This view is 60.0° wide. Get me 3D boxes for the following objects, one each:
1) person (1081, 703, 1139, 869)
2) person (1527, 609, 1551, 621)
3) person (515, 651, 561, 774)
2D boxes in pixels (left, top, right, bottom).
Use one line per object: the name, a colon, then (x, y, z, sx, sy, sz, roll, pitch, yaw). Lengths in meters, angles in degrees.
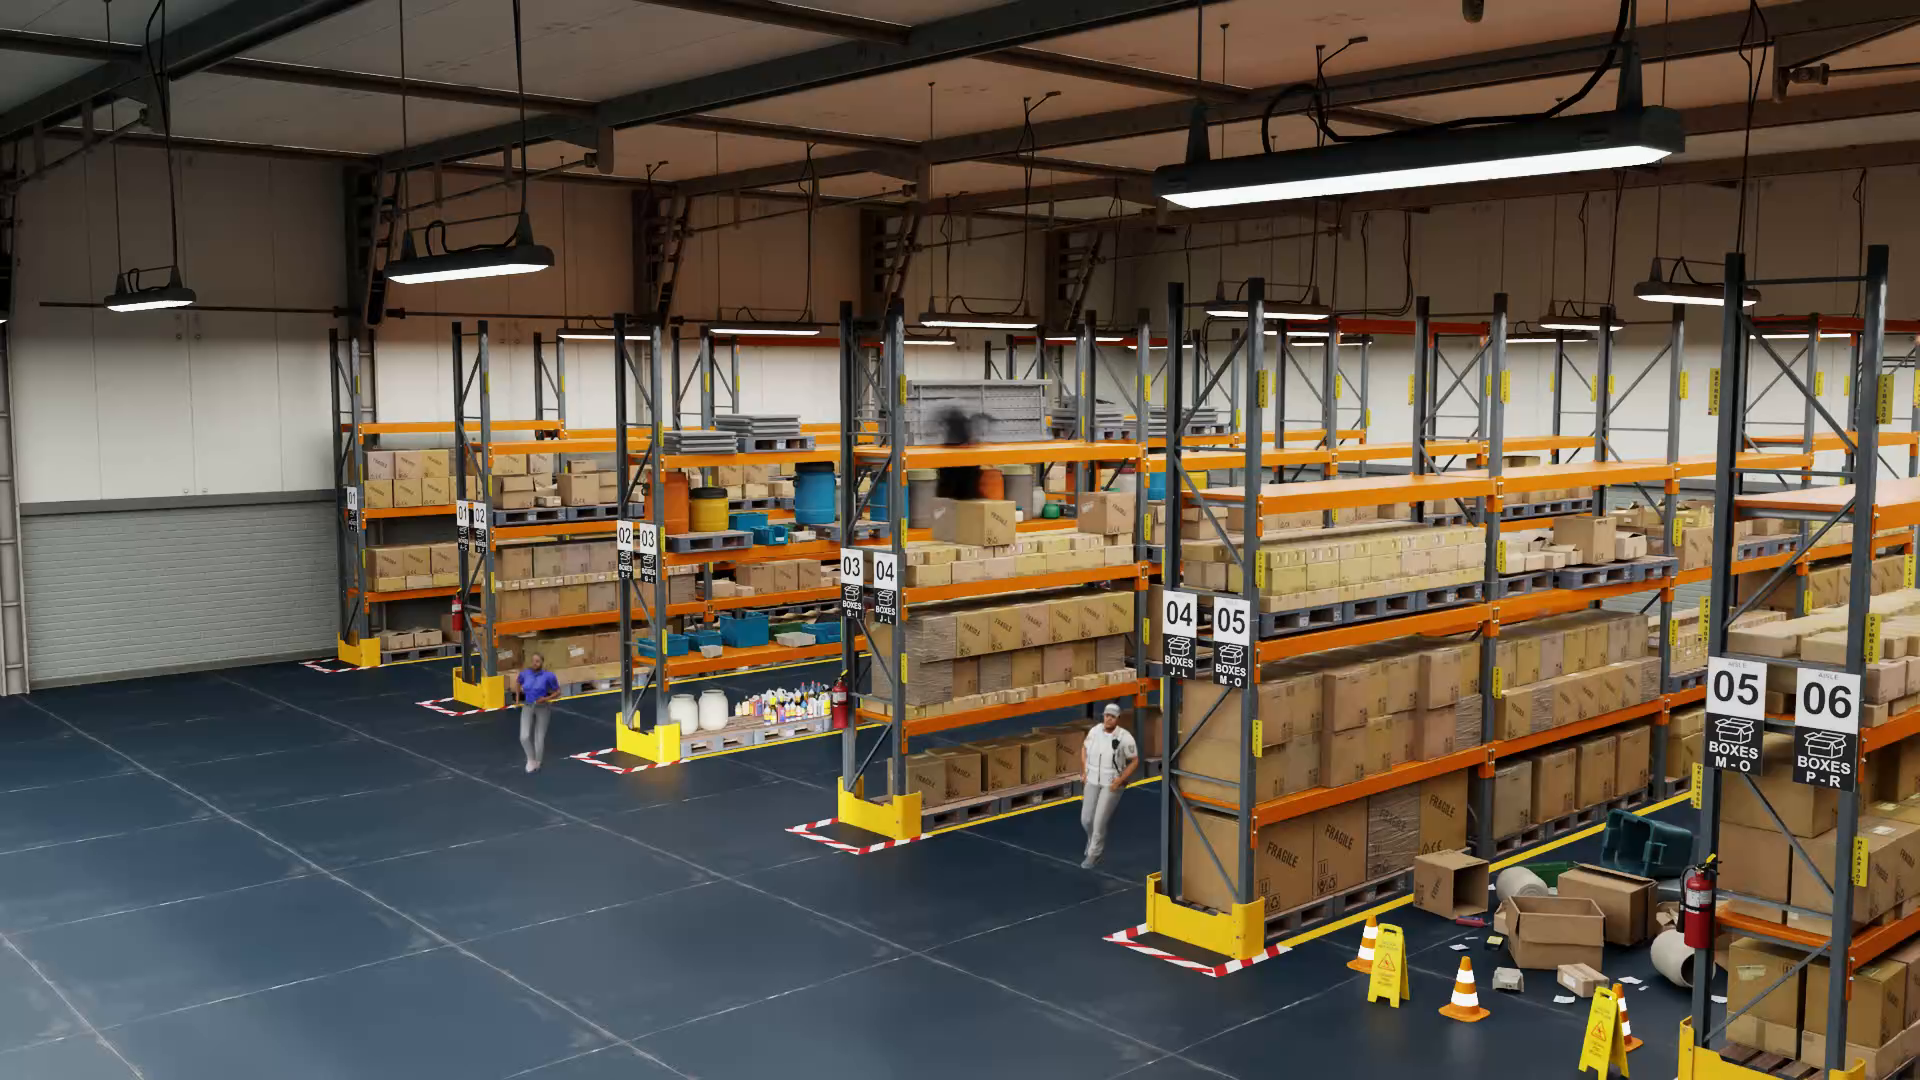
person: (1.490, 2.440, 16.642, 0.623, 1.654, 0.496, 3, 6, 25)
person: (8.811, 1.808, 25.163, 0.710, 1.764, 0.934, 4, 7, 36)
person: (-5.497, 2.244, 21.655, 0.621, 1.605, 0.663, 0, 6, -2)
